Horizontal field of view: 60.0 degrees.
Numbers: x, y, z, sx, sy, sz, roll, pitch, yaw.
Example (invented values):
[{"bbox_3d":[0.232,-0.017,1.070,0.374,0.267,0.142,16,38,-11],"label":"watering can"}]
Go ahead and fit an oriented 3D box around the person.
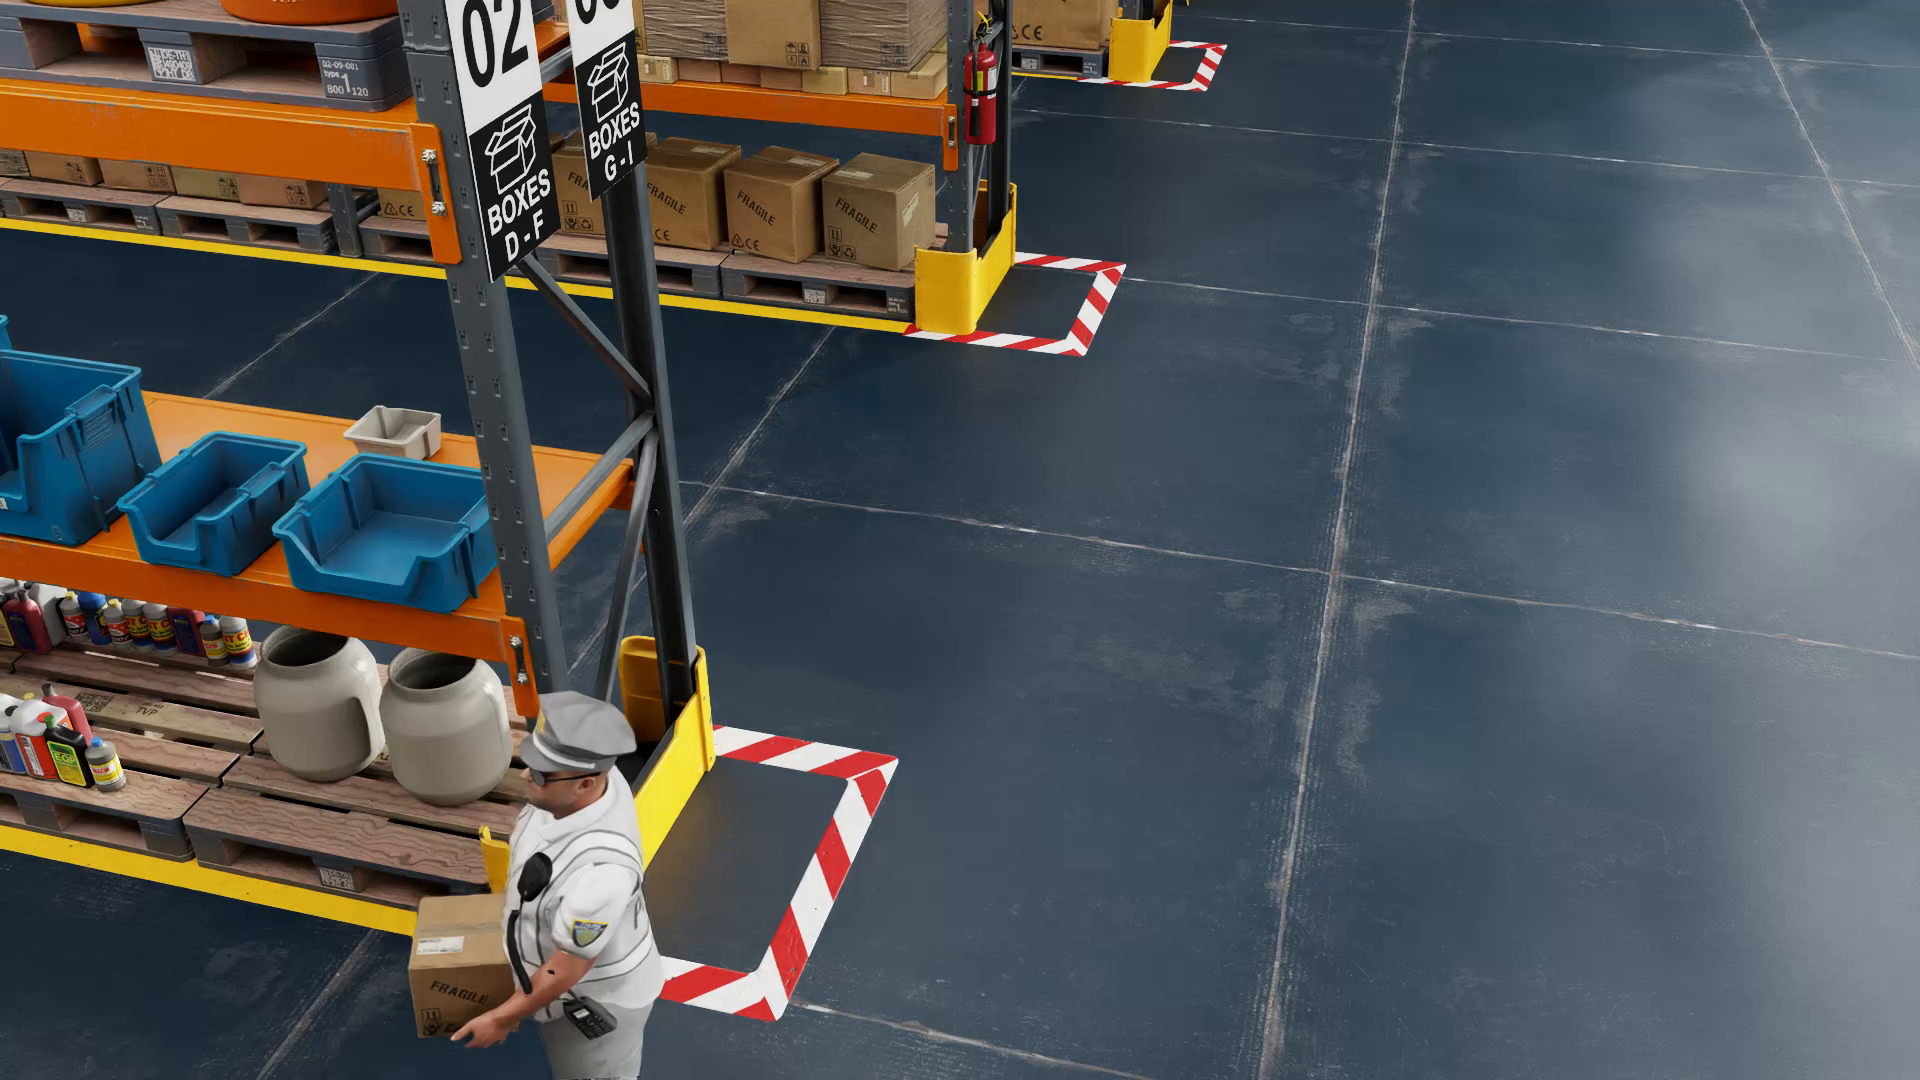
[{"bbox_3d":[-1.046,1.140,4.318,0.552,1.782,0.529,-11,34,-16],"label":"person"}]
